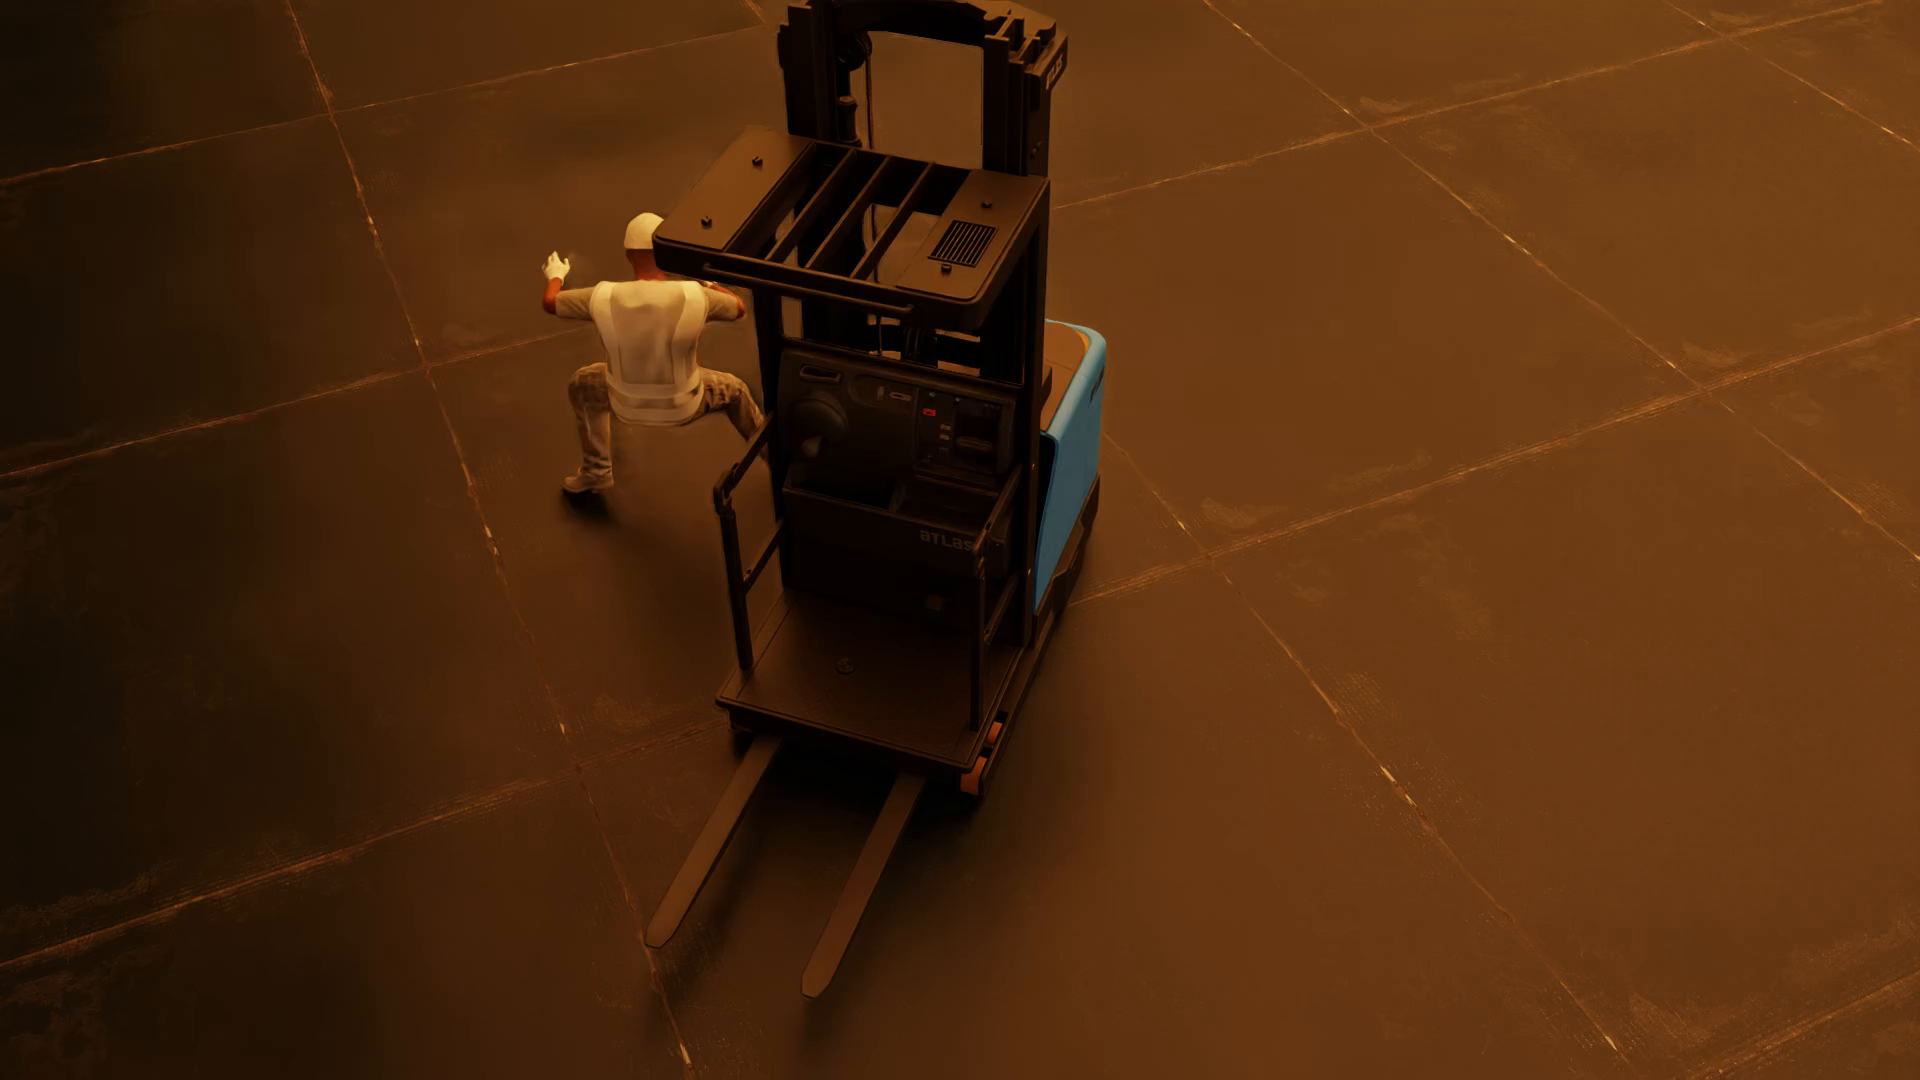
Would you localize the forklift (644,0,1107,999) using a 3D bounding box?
[{"bbox_3d":[-0.314,-0.360,6.066,1.130,2.935,3.031,13,45,14],"label":"forklift"}]

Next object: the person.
[{"bbox_3d":[-1.367,-0.847,7.614,1.119,1.532,0.737,0,43,0],"label":"person"}]
